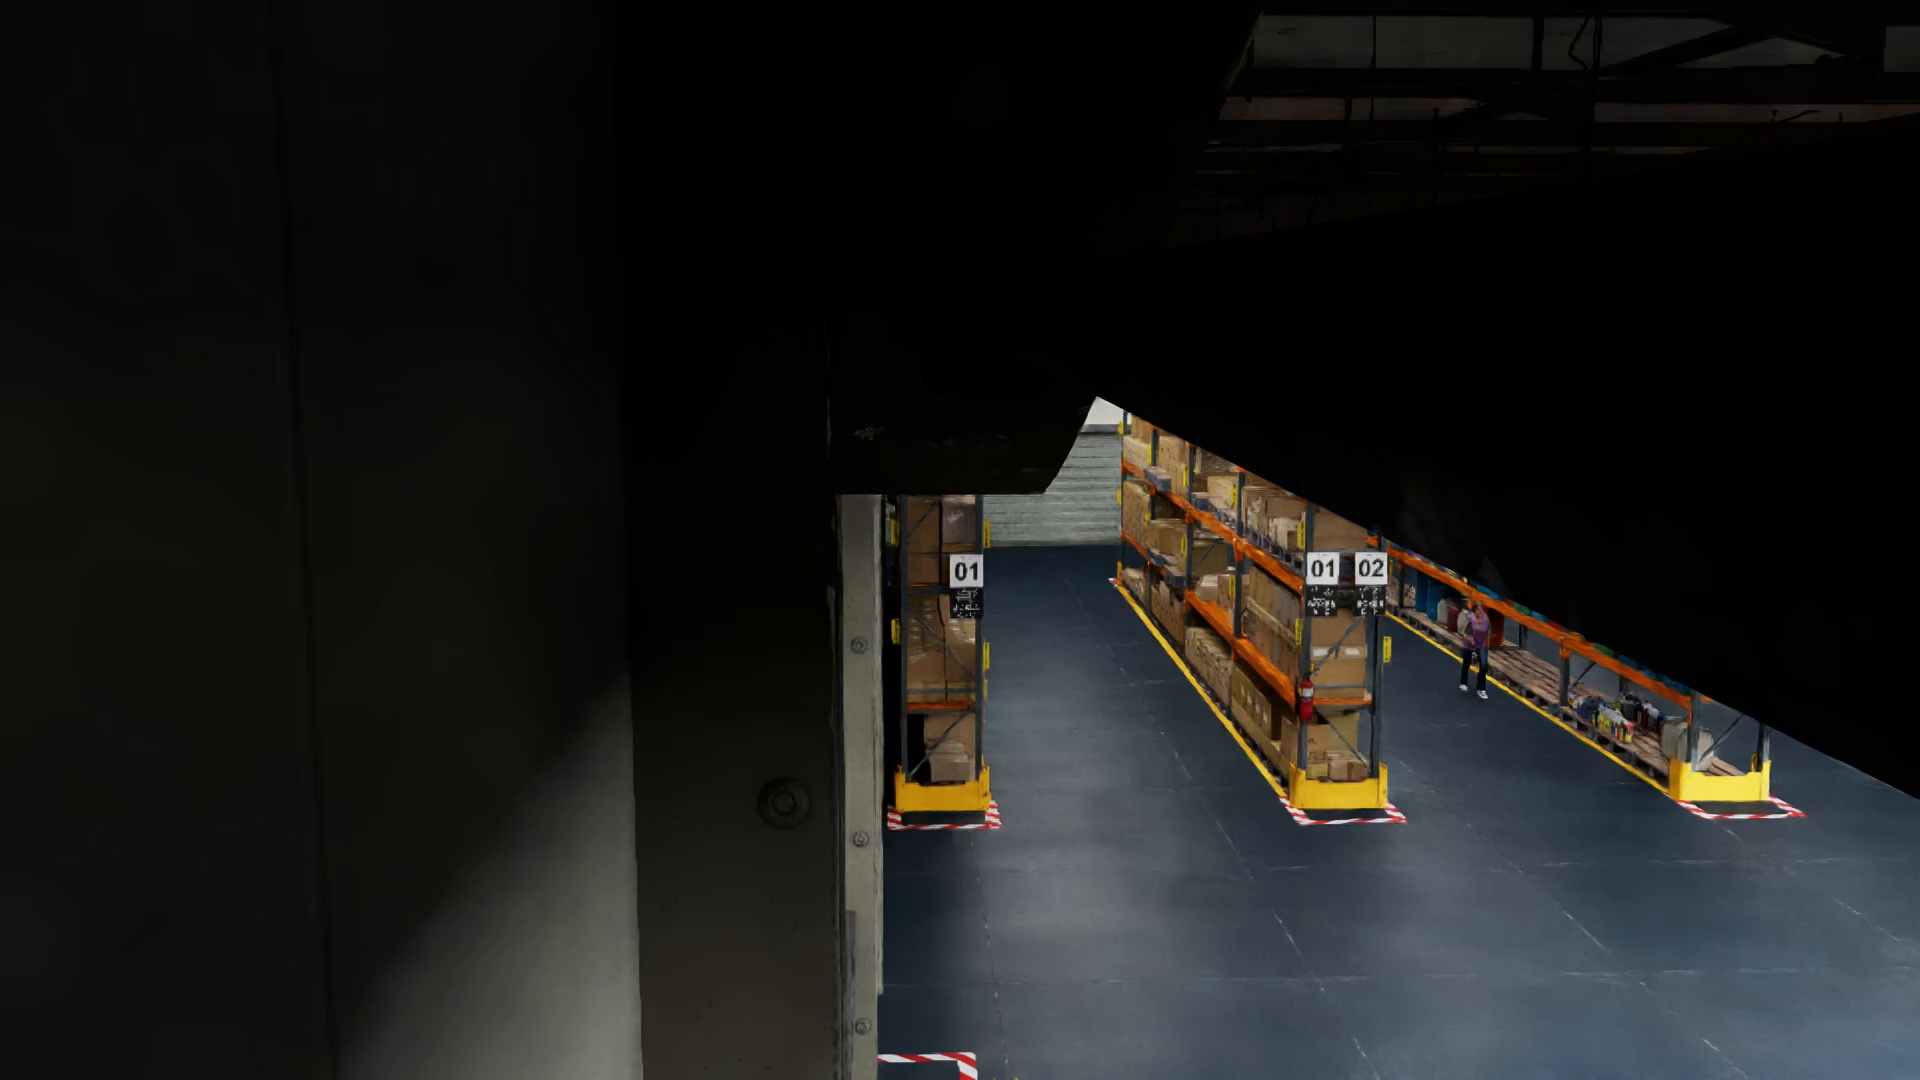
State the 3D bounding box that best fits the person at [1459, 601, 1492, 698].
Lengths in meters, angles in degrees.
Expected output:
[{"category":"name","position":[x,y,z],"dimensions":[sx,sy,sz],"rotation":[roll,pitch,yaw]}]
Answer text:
[{"category":"person","position":[8.176,1.694,26.402],"dimensions":[0.562,1.530,0.815],"rotation":[1,8,3]}]
